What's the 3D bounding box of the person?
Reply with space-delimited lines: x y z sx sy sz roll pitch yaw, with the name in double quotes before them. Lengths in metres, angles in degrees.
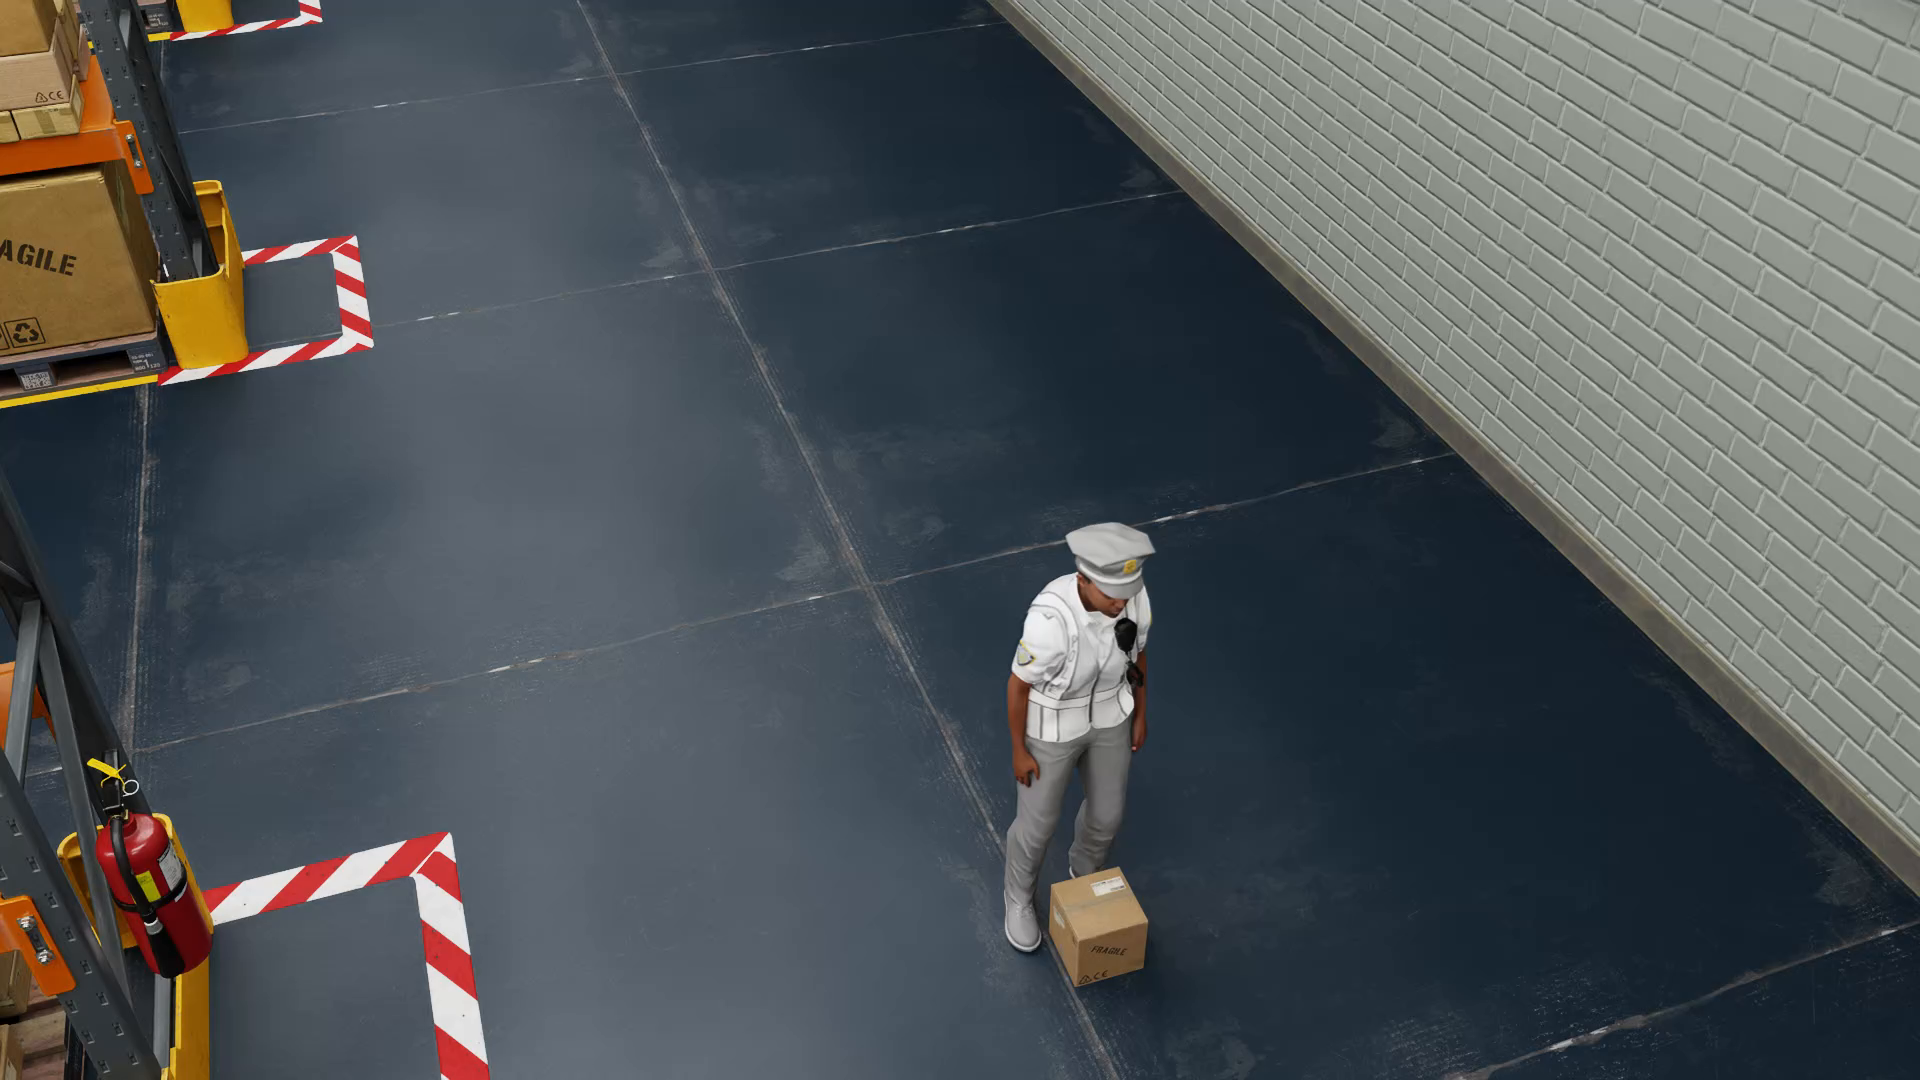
"person" 0.373 0.617 5.361 0.526 1.658 0.396 -15 40 -18
